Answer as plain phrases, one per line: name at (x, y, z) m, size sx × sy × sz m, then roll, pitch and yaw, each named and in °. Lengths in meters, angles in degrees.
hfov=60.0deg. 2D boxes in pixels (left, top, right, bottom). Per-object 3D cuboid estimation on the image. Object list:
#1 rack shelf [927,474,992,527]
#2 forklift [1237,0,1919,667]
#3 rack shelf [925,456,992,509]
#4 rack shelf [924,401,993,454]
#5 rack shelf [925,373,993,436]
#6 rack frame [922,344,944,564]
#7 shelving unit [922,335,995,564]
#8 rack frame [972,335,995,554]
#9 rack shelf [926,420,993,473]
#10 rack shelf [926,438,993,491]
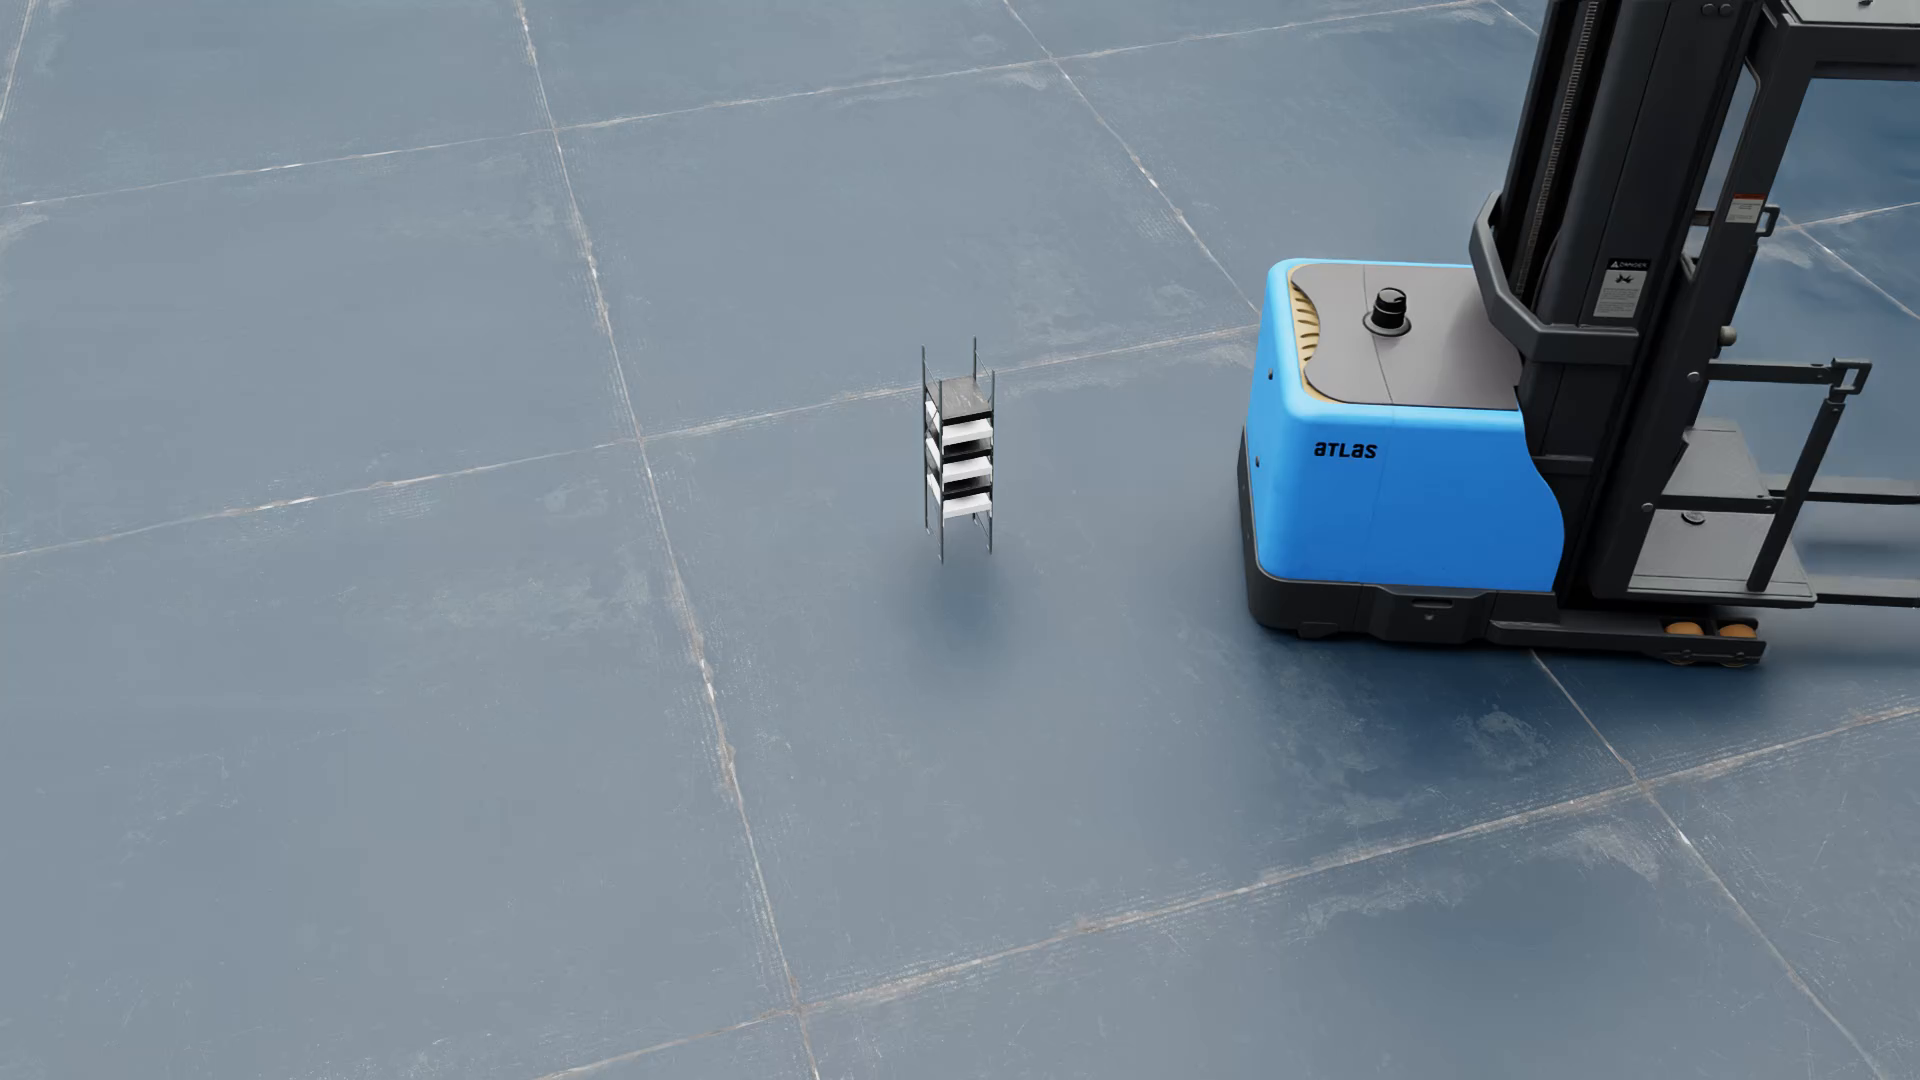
rack shelf at (-0.008, -0.177, 6.592) m, size 0.200 × 0.077 × 0.258 m, roll -12°, pitch 42°, yaw -13°
forklift at (2.642, -0.994, 5.660) m, size 3.031 × 2.935 × 1.130 m, roll 3°, pitch 41°, yaw 3°
rack shelf at (-0.008, -0.244, 6.533) m, size 0.200 × 0.077 × 0.258 m, roll -12°, pitch 42°, yaw -13°
rack shelf at (-0.008, -0.448, 6.356) m, size 0.200 × 0.077 × 0.258 m, roll -12°, pitch 42°, yaw -13°
rack shelf at (-0.008, -0.516, 6.296) m, size 0.200 × 0.077 × 0.258 m, roll -12°, pitch 42°, yaw -13°
rack frame at (-0.105, -0.317, 6.429) m, size 0.006 × 0.900 × 0.240 m, roll -12°, pitch 42°, yaw -13°
shelving unit at (-0.008, -0.337, 6.452) m, size 0.210 × 0.900 × 0.258 m, roll -12°, pitch 42°, yaw -13°
rack frame at (0.089, -0.357, 6.475) m, size 0.006 × 0.900 × 0.240 m, roll -12°, pitch 42°, yaw -13°
rack shelf at (-0.008, -0.380, 6.415) m, size 0.200 × 0.077 × 0.258 m, roll -12°, pitch 42°, yaw -13°
rack shelf at (-0.008, -0.312, 6.474) m, size 0.200 × 0.077 × 0.258 m, roll -12°, pitch 42°, yaw -13°
